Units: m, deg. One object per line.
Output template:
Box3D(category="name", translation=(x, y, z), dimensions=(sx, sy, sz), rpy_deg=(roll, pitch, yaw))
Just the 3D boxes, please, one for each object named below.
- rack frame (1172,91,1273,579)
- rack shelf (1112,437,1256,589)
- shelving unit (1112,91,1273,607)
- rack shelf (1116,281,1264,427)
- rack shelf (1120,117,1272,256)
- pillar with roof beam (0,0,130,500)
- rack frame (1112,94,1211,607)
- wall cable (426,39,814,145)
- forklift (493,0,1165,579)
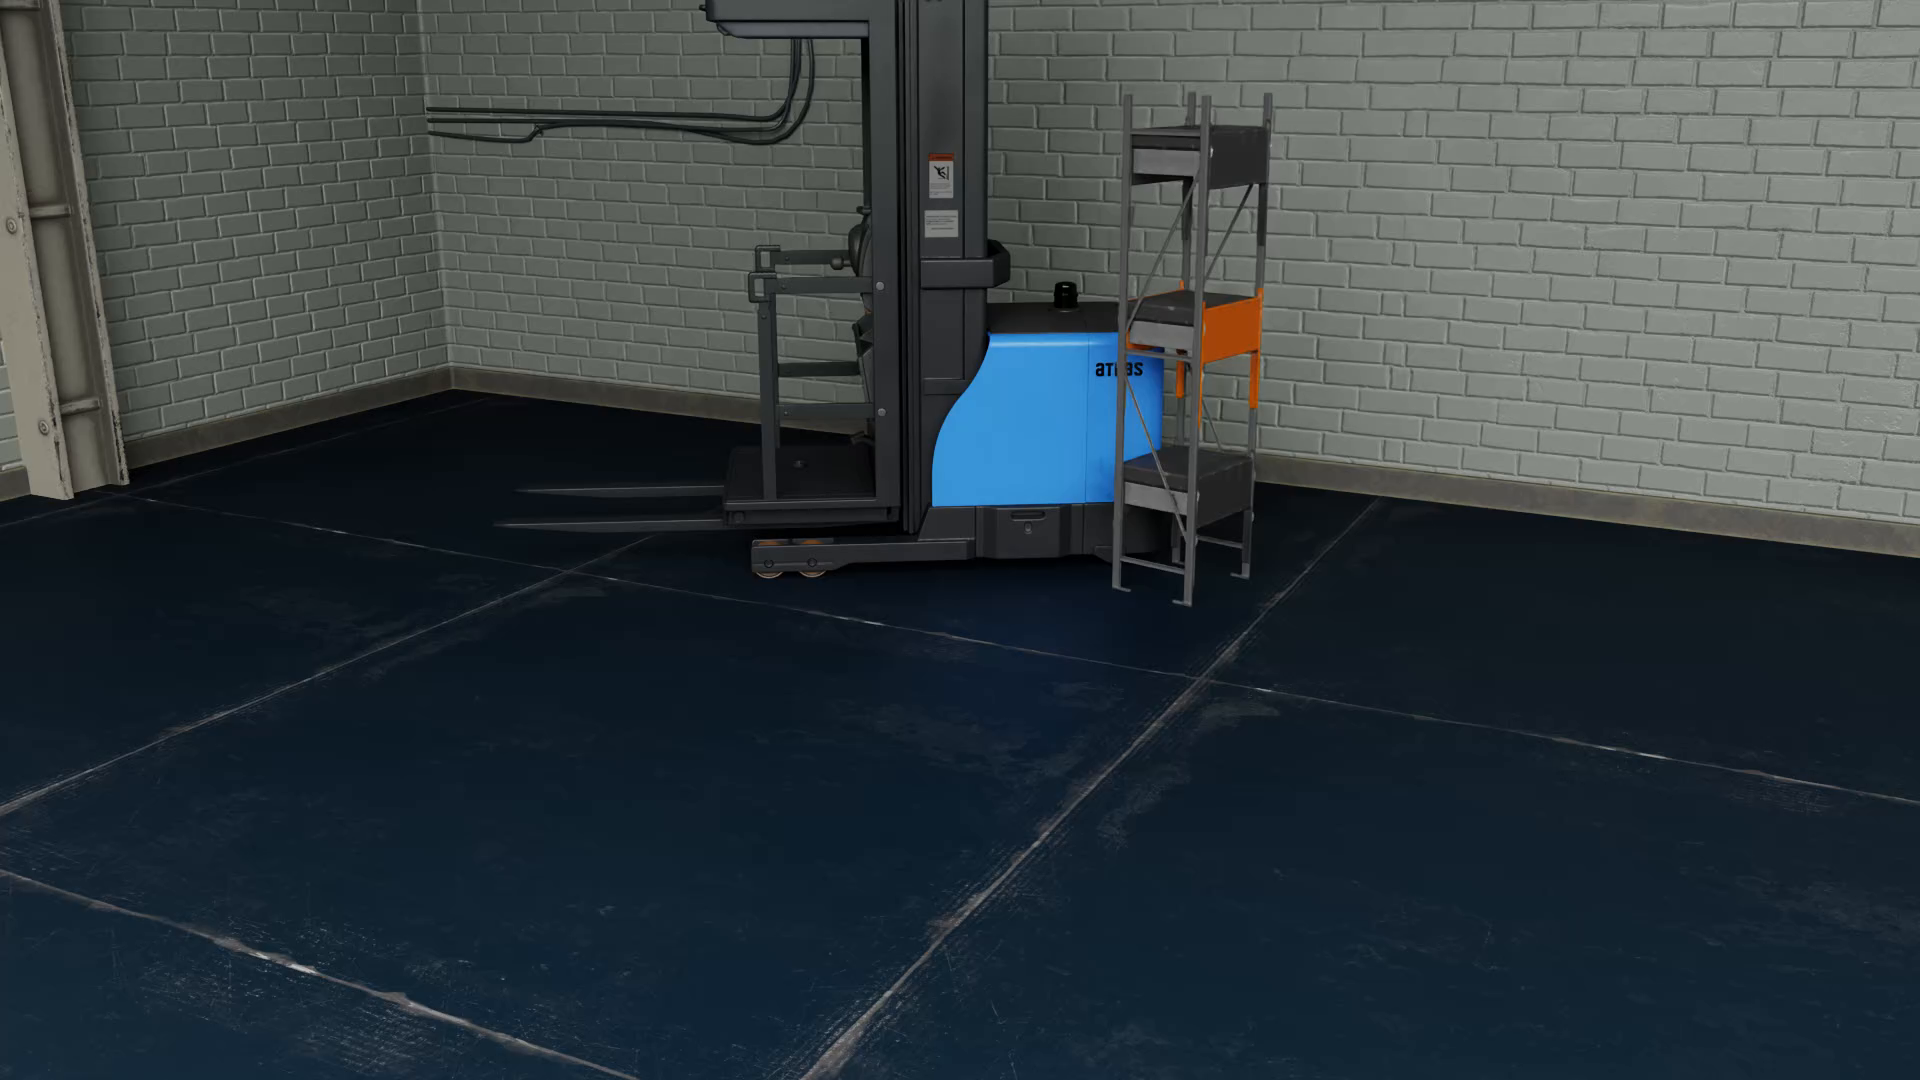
Box3D(category="rack frame", translation=(1.133, -0.868, 7.256), dimensions=(0.400, 2.100, 0.015), rpy_deg=(13, 21, 37))
Box3D(category="rack shelf", translation=(0.981, -0.130, 7.276), dimensions=(0.431, 0.518, 0.480), rpy_deg=(13, 21, 37))
Box3D(category="shelving unit", translation=(0.978, -0.814, 7.075), dimensions=(0.431, 2.100, 0.503), rpy_deg=(13, 21, 37))
Box3D(category="rack shelf", translation=(0.978, -0.801, 7.079), dimensions=(0.431, 0.518, 0.480), rpy_deg=(13, 21, 37))
Box3D(category="rack shelf", translation=(0.976, -1.473, 6.881), dimensions=(0.431, 0.518, 0.480), rpy_deg=(13, 21, 37))
Box3D(category="pillar with roof beam", translation=(-0.896, -4.046, 5.841), dimensions=(9.100, 9.000, 0.400), rpy_deg=(8, 18, 25))
Box3D(category="rack frame", translation=(0.824, -0.761, 6.894), dimensions=(0.400, 2.100, 0.015), rpy_deg=(13, 21, 37))
Box3D(category="wall cable", translation=(-2.248, -3.687, 10.087), dimensions=(3.097, 2.526, 0.112), rpy_deg=(8, 18, 25))
Box3D(category="forklift", translation=(-0.620, -1.390, 7.555), dimensions=(3.031, 2.935, 1.130), rpy_deg=(-1, 17, -5))
